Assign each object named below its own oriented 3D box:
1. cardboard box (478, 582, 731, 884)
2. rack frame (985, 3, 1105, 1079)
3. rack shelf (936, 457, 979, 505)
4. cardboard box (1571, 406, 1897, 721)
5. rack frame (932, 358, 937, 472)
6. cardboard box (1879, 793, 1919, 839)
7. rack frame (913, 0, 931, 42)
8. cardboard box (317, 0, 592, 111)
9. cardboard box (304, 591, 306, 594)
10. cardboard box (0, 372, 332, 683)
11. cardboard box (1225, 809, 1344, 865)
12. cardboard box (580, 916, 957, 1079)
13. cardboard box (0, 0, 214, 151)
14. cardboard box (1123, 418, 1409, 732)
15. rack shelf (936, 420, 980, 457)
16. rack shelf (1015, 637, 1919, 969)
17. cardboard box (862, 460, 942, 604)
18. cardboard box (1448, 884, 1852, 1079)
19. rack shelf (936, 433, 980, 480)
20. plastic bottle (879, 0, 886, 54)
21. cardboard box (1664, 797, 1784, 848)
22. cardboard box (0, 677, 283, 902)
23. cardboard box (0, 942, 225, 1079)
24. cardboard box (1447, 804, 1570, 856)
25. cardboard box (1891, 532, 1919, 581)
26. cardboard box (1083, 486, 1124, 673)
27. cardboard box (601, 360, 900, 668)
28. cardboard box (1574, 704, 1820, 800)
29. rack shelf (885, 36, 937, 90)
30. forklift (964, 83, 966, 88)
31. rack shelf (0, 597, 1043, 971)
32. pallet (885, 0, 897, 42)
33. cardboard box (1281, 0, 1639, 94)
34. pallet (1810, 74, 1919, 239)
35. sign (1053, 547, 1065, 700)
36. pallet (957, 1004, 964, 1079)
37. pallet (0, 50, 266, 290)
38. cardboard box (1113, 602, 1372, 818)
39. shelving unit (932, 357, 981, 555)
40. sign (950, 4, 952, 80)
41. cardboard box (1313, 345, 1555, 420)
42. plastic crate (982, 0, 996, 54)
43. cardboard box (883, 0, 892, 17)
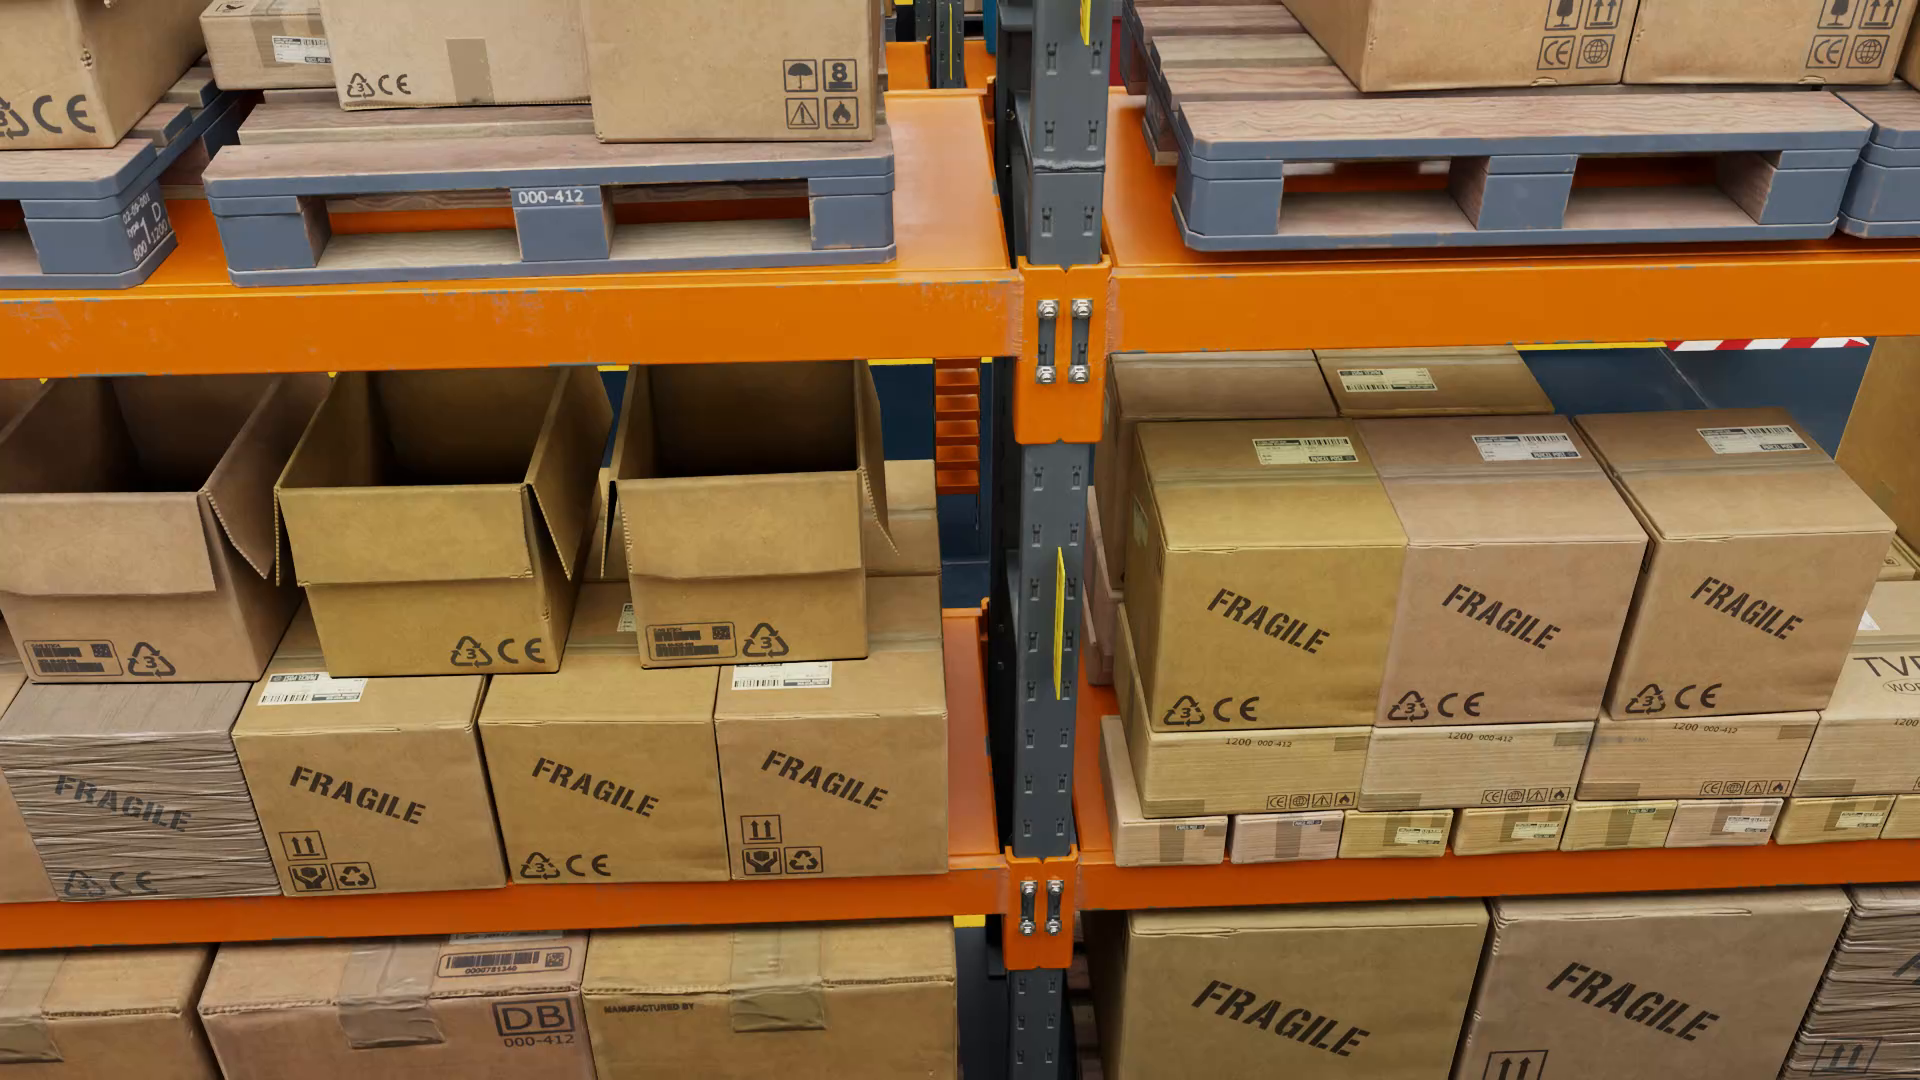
[{"bbox_3d":[-0.781,0.444,3.884,0.500,0.500,0.500,-1,35,-1],"label":"cardboard box"},{"bbox_3d":[0.167,0.308,4.169,0.127,3.000,1.000,-2,35,-2],"label":"rack frame"},{"bbox_3d":[-0.014,-0.259,7.070,0.180,0.103,0.258,-2,35,-2],"label":"rack shelf"},{"bbox_3d":[1.670,0.046,3.759,0.500,0.500,0.500,-3,35,-4],"label":"cardboard box"},{"bbox_3d":[-0.106,-0.491,6.904,0.006,1.200,0.240,-2,35,-2],"label":"rack frame"},{"bbox_3d":[2.296,0.542,4.052,0.250,0.149,0.380,-1,35,-1],"label":"cardboard box"},{"bbox_3d":[-0.298,-5.323,12.306,0.127,3.000,1.000,-2,35,-2],"label":"rack frame"},{"bbox_3d":[-0.933,-1.083,3.252,0.500,0.311,0.500,-3,35,-4],"label":"cardboard box"},{"bbox_3d":[-1.822,0.182,4.264,0.500,0.500,0.500,-1,35,-1],"label":"cardboard box"},{"bbox_3d":[-1.776,-0.086,3.769,0.637,0.503,0.797,0,35,-1],"label":"cardboard box"},{"bbox_3d":[0.741,0.586,3.989,0.250,0.149,0.380,-3,35,-4],"label":"cardboard box"},{"bbox_3d":[-0.471,1.038,4.613,0.875,0.875,1.225,-1,35,-2],"label":"cardboard box"},{"bbox_3d":[-1.789,-1.100,3.108,0.637,0.503,0.797,-2,35,-3],"label":"cardboard box"},{"bbox_3d":[0.658,0.072,3.722,0.500,0.500,0.500,-2,35,-2],"label":"cardboard box"},{"bbox_3d":[-0.014,-0.456,6.933,0.180,0.103,0.258,-2,35,-2],"label":"rack shelf"},{"bbox_3d":[2.165,0.550,4.451,4.000,0.370,1.077,-2,35,-2],"label":"rack shelf"},{"bbox_3d":[-0.304,0.137,4.328,0.500,0.500,0.500,-1,35,-2],"label":"cardboard box"},{"bbox_3d":[1.729,1.013,4.649,0.875,0.875,0.875,-2,35,-2],"label":"cardboard box"},{"bbox_3d":[-0.014,-0.358,7.002,0.180,0.103,0.258,-2,35,-2],"label":"rack shelf"},{"bbox_3d":[-0.474,-2.661,8.502,0.185,0.351,0.144,-2,35,-2],"label":"plastic bottle"},{"bbox_3d":[1.773,0.557,4.029,0.250,0.149,0.380,-1,35,-2],"label":"cardboard box"},{"bbox_3d":[-1.804,0.473,3.843,0.500,0.500,0.500,-1,35,-2],"label":"cardboard box"},{"bbox_3d":[-2.247,1.091,4.536,0.875,0.875,1.225,-1,35,-2],"label":"cardboard box"},{"bbox_3d":[1.267,0.570,4.011,0.250,0.149,0.380,-2,35,-4],"label":"cardboard box"},{"bbox_3d":[2.650,0.029,4.443,0.500,0.250,0.500,-3,35,-4],"label":"cardboard box"},{"bbox_3d":[0.596,0.087,4.360,0.500,0.250,0.500,-2,35,-3],"label":"cardboard box"},{"bbox_3d":[-0.470,-0.123,3.823,0.637,0.503,0.797,-2,35,-3],"label":"cardboard box"},{"bbox_3d":[1.663,0.356,3.970,0.500,0.250,0.500,-1,35,-1],"label":"cardboard box"},{"bbox_3d":[-2.065,-2.157,8.364,4.000,0.370,1.077,-2,35,-2],"label":"rack shelf"},{"bbox_3d":[1.184,-3.923,10.342,3.031,2.935,1.130,0,35,1],"label":"forklift"},{"bbox_3d":[-1.830,0.658,4.296,4.000,0.370,1.077,-2,35,-2],"label":"rack shelf"},{"bbox_3d":[-1.109,-4.133,13.036,1.213,0.211,1.003,-2,35,-2],"label":"pallet"},{"bbox_3d":[0.946,-1.235,3.219,0.500,0.500,0.700,-3,35,-5],"label":"cardboard box"},{"bbox_3d":[2.201,-0.936,3.409,1.213,0.211,1.003,-2,35,-2],"label":"pallet"},{"bbox_3d":[0.203,0.173,3.416,0.005,0.325,0.100,-2,35,-2],"label":"sign"},{"bbox_3d":[-0.600,1.518,4.870,1.213,0.211,1.003,-2,35,-2],"label":"pallet"},{"bbox_3d":[-2.071,-0.819,3.328,1.213,0.211,1.003,0,35,0],"label":"pallet"},{"bbox_3d":[0.649,0.384,3.930,0.500,0.250,0.500,-2,35,-3],"label":"cardboard box"},{"bbox_3d":[-0.014,-0.493,6.908,0.189,1.200,0.258,-2,35,-2],"label":"shelving unit"},{"bbox_3d":[-0.043,-2.308,7.706,0.005,0.325,0.100,-2,35,-2],"label":"sign"},{"bbox_3d":[1.115,-0.236,4.167,0.500,0.500,0.500,-1,35,-2],"label":"cardboard box"},{"bbox_3d":[0.383,-2.732,8.523,0.575,0.384,0.392,-2,35,-2],"label":"plastic crate"},{"bbox_3d":[-0.777,-4.300,12.637,0.500,0.500,0.500,-2,35,-2],"label":"cardboard box"}]
